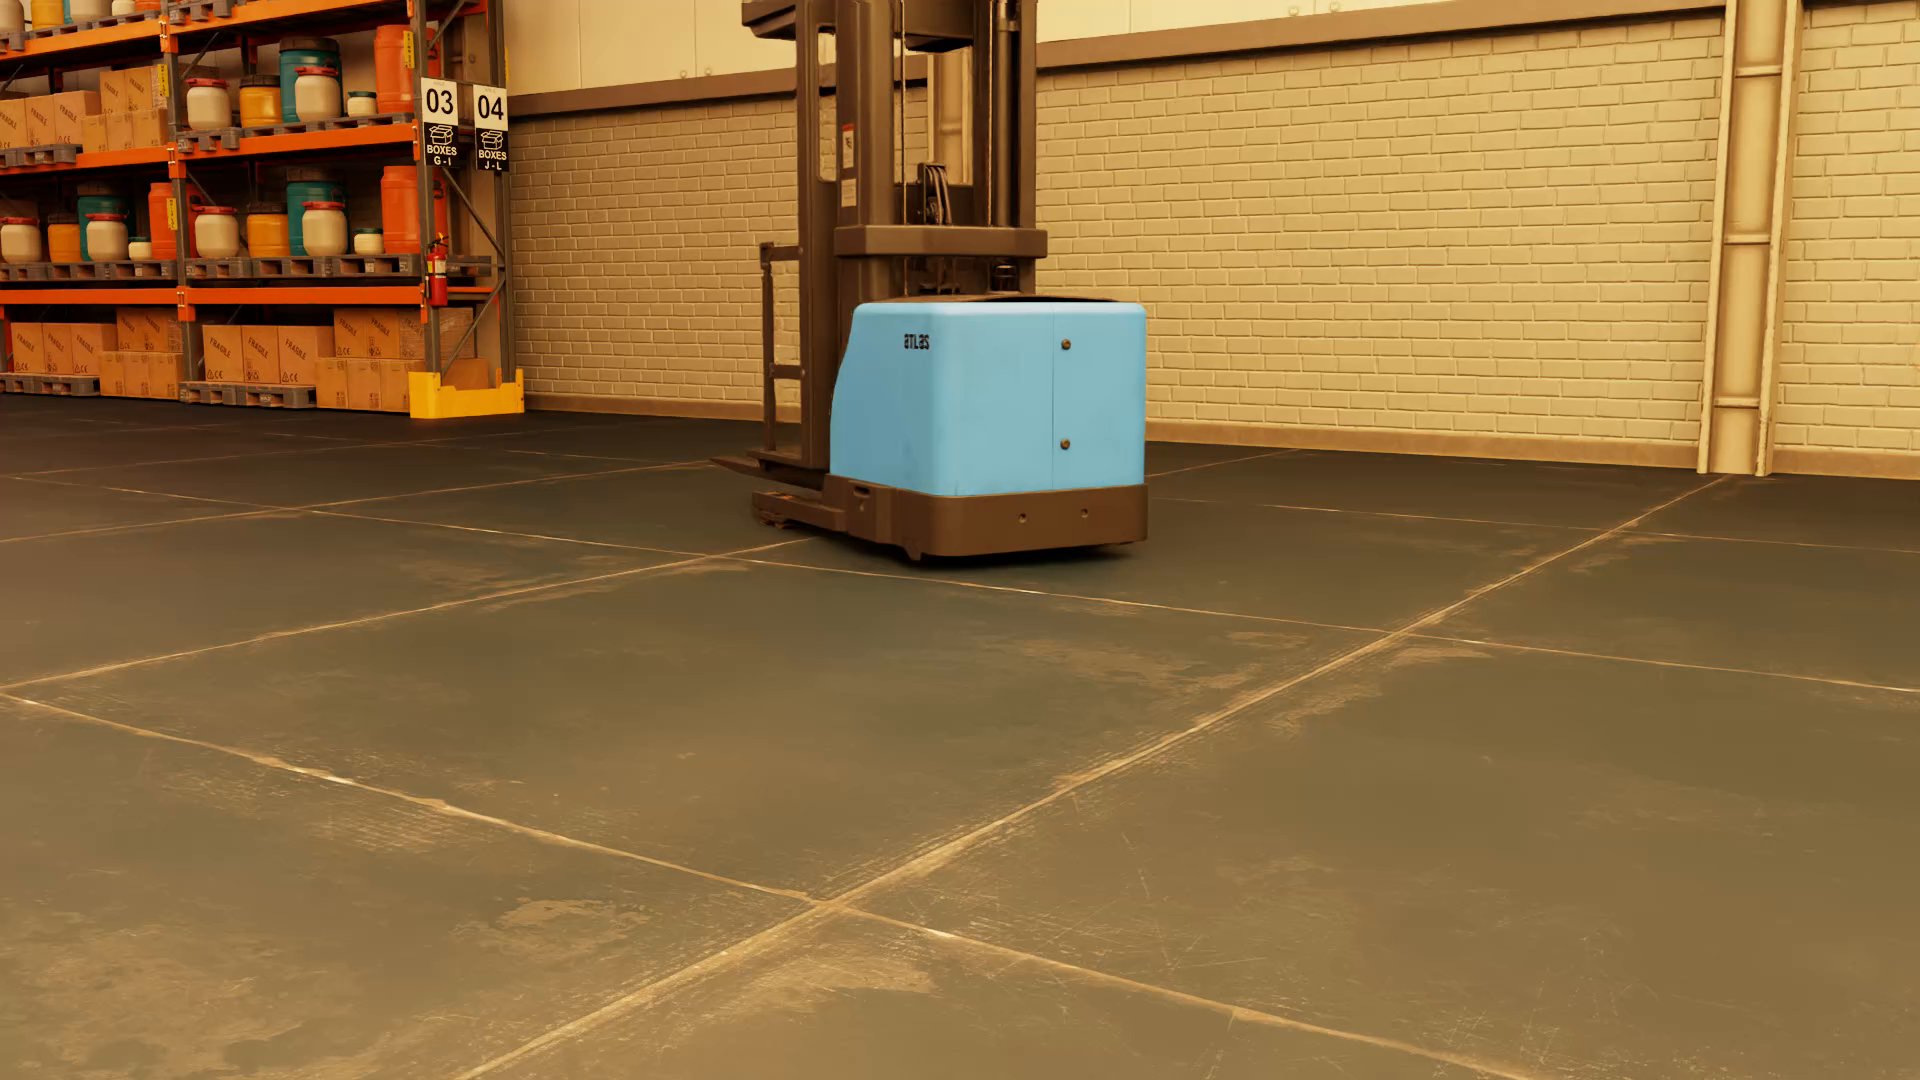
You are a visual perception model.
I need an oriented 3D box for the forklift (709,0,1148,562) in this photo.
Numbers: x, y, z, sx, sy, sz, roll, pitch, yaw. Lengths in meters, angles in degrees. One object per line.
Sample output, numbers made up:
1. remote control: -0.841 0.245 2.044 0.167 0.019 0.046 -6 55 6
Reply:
1. forklift: -0.363 -1.530 7.951 1.130 2.935 3.031 -5 9 -29
